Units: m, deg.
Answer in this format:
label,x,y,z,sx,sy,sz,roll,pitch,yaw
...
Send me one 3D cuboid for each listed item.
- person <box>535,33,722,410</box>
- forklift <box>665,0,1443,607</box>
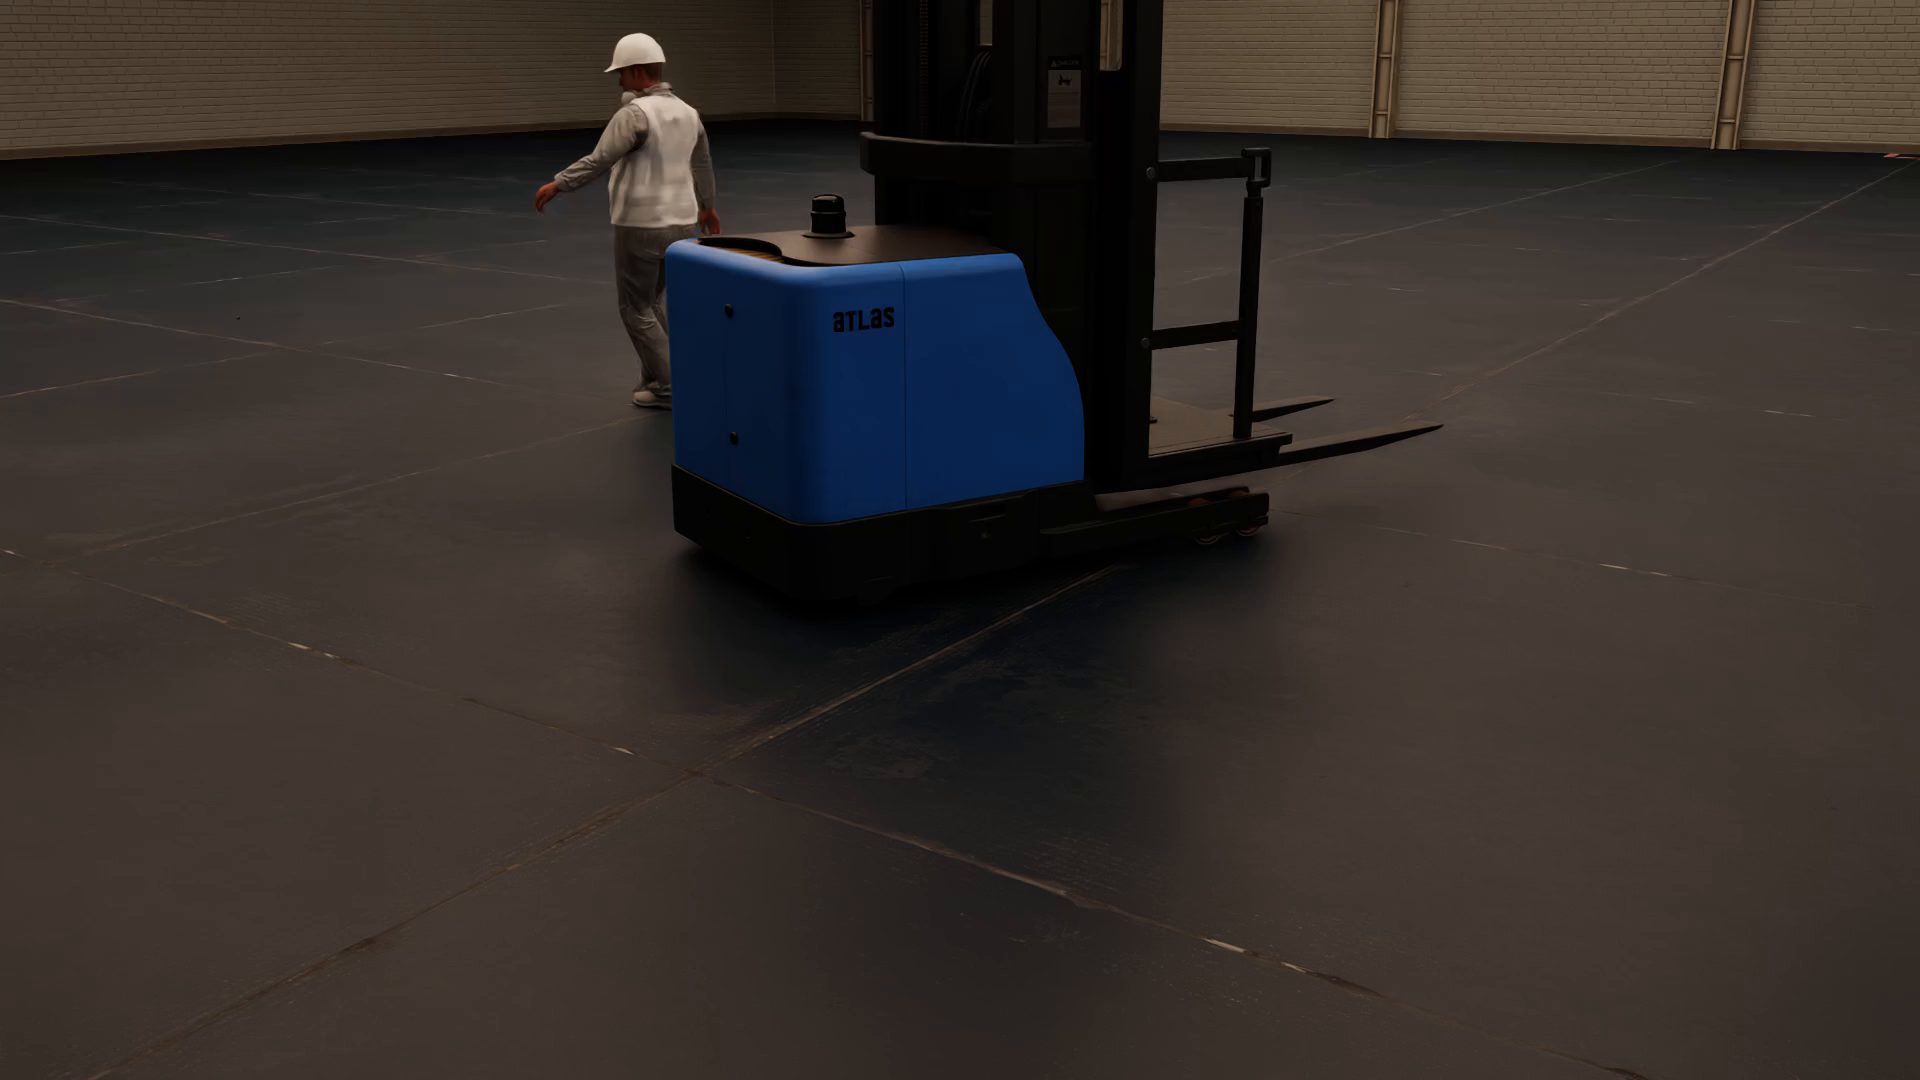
label,x,y,z,sx,sy,sz,roll,pitch,yaw
person,-1.535,-1.504,8.023,0.580,1.799,0.955,11,20,33
forklift,0.510,-1.500,5.849,3.031,2.935,1.130,-11,20,-32
